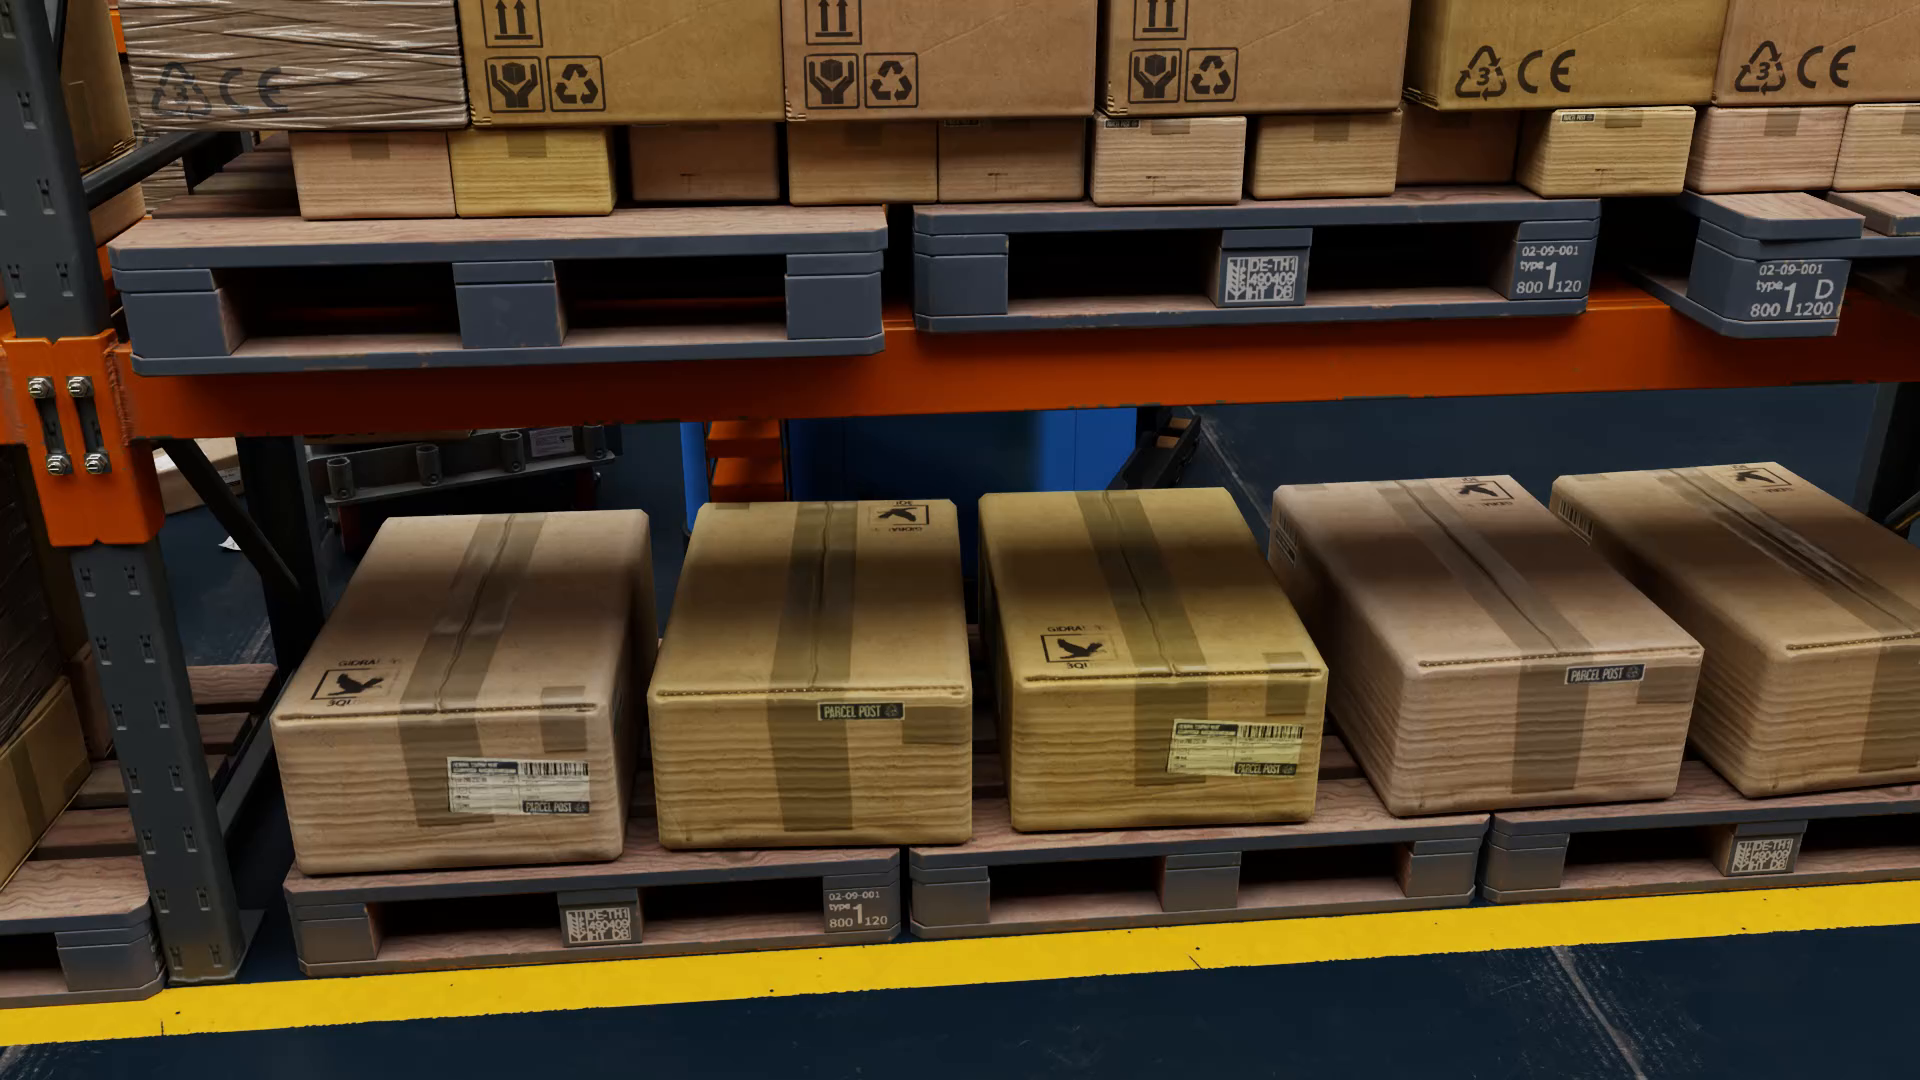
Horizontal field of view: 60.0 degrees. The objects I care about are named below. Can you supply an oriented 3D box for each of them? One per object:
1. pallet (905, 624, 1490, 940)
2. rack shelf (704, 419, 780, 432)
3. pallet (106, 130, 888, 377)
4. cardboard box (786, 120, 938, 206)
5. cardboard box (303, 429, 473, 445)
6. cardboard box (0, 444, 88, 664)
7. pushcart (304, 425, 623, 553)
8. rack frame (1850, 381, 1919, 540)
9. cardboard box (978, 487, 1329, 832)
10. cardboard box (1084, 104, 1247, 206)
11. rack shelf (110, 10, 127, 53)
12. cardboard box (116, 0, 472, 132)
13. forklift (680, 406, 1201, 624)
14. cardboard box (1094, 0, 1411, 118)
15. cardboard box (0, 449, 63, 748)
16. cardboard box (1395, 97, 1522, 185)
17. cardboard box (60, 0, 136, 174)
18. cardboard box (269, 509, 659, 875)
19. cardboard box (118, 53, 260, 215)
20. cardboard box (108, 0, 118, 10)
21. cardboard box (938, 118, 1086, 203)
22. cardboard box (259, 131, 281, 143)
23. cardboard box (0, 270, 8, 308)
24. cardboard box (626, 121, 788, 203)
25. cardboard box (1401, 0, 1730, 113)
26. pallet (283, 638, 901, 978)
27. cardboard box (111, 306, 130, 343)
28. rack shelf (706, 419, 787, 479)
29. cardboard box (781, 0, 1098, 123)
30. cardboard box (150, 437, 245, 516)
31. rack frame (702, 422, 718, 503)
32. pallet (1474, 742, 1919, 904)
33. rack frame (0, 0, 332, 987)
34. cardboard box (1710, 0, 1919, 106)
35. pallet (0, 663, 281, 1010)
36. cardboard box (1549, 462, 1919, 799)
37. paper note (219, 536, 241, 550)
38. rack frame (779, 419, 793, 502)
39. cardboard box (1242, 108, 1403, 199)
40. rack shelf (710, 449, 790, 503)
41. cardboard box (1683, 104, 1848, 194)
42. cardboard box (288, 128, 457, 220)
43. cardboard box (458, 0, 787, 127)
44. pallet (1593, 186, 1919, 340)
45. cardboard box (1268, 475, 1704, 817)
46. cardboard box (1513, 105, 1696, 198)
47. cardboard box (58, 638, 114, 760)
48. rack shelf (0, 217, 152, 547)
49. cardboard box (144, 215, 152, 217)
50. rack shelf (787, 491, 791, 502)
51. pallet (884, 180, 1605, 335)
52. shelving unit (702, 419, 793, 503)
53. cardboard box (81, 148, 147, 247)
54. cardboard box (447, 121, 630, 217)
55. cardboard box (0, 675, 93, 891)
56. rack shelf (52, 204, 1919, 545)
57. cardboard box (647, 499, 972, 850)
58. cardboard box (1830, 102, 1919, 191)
[{"bbox_3d":[0.450,0.497,3.872,1.213,0.211,1.003,-2,24,-5],"label":"pallet"},{"bbox_3d":[-0.529,-0.359,4.082,0.180,0.103,0.258,-2,24,-2],"label":"rack shelf"},{"bbox_3d":[-0.767,-0.580,3.097,1.213,0.211,1.003,-2,24,-5],"label":"pallet"},{"bbox_3d":[-0.177,-0.709,2.944,0.250,0.149,0.380,-2,24,-4],"label":"cardboard box"},{"bbox_3d":[-1.747,-0.618,5.091,0.500,0.500,0.500,-2,24,-5],"label":"cardboard box"},{"bbox_3d":[-2.155,-0.059,3.635,0.500,0.500,0.500,-1,24,-3],"label":"cardboard box"},{"bbox_3d":[-1.816,-0.417,5.723,0.936,0.377,1.648,-11,26,-23],"label":"pushcart"},{"bbox_3d":[2.439,-0.855,3.481,0.127,3.000,1.000,-2,24,-5],"label":"rack frame"},{"bbox_3d":[0.387,0.233,3.751,0.625,0.372,0.950,-2,24,-3],"label":"cardboard box"},{"bbox_3d":[0.339,-0.708,2.941,0.250,0.149,0.380,-1,24,-3],"label":"cardboard box"},{"bbox_3d":[-4.119,-2.284,7.580,4.000,0.370,1.077,-2,24,-5],"label":"rack shelf"},{"bbox_3d":[-1.047,-0.972,2.737,0.500,0.500,0.500,-2,24,-4],"label":"cardboard box"},{"bbox_3d":[0.209,-1.578,5.191,1.130,2.935,3.031,8,25,18],"label":"forklift"},{"bbox_3d":[0.455,-1.031,2.870,0.500,0.500,0.500,-3,24,-7],"label":"cardboard box"},{"bbox_3d":[-2.104,0.159,3.145,0.500,0.500,0.500,-3,24,-6],"label":"cardboard box"},{"bbox_3d":[0.844,-0.773,3.089,0.250,0.149,0.380,-2,24,-5],"label":"cardboard box"},{"bbox_3d":[-2.007,-0.972,3.255,0.500,0.500,0.500,-2,24,-5],"label":"cardboard box"},{"bbox_3d":[-1.020,0.291,3.619,0.625,0.372,0.950,-2,24,-4],"label":"cardboard box"},{"bbox_3d":[-3.658,-1.879,7.883,0.875,0.875,0.875,-2,24,-5],"label":"cardboard box"},{"bbox_3d":[-3.589,-2.736,7.528,0.550,0.550,0.875,-2,24,-5],"label":"cardboard box"},{"bbox_3d":[0.070,-0.718,2.965,0.250,0.149,0.380,-2,24,-5],"label":"cardboard box"},{"bbox_3d":[-2.762,-1.916,7.967,0.875,0.875,0.875,-2,24,-4],"label":"cardboard box"},{"bbox_3d":[-1.832,-0.445,2.867,0.250,0.149,0.380,-3,24,-6],"label":"cardboard box"},{"bbox_3d":[-0.437,-0.716,2.959,0.250,0.149,0.380,-1,24,-2],"label":"cardboard box"},{"bbox_3d":[0.998,-1.052,2.918,0.500,0.500,0.500,-4,24,-9],"label":"cardboard box"},{"bbox_3d":[-0.767,0.547,3.759,1.213,0.211,1.003,-2,24,-5],"label":"pallet"},{"bbox_3d":[-3.093,-0.591,5.793,0.503,0.637,0.797,-2,24,-5],"label":"cardboard box"},{"bbox_3d":[-0.527,-0.250,4.132,0.180,0.103,0.258,-2,24,-2],"label":"rack shelf"},{"bbox_3d":[-0.055,-1.006,2.814,0.500,0.500,0.500,-2,24,-5],"label":"cardboard box"},{"bbox_3d":[-2.563,-0.281,5.555,0.258,0.266,0.396,22,32,40],"label":"cardboard box"},{"bbox_3d":[-0.617,-0.178,4.160,0.006,1.200,0.240,-2,24,-2],"label":"rack frame"},{"bbox_3d":[1.661,0.450,3.978,1.213,0.211,1.003,-2,24,-5],"label":"pallet"},{"bbox_3d":[-1.542,-0.695,3.122,0.127,3.000,1.000,-2,24,-5],"label":"rack frame"},{"bbox_3d":[1.500,-1.073,2.965,0.500,0.500,0.500,-3,24,-6],"label":"cardboard box"},{"bbox_3d":[-2.207,0.620,3.595,1.213,0.211,1.003,-2,24,-5],"label":"pallet"},{"bbox_3d":[1.876,0.172,3.888,0.625,0.372,0.950,-4,24,-9],"label":"cardboard box"},{"bbox_3d":[-2.237,-0.007,5.228,0.142,0.019,0.148,-2,24,-5],"label":"paper note"},{"bbox_3d":[-0.434,-0.184,4.166,0.006,1.200,0.240,-2,24,-2],"label":"rack frame"},{"bbox_3d":[0.602,-0.730,2.992,0.250,0.149,0.380,-3,24,-7],"label":"cardboard box"},{"bbox_3d":[-0.525,-0.141,4.181,0.180,0.103,0.258,-2,24,-2],"label":"rack shelf"},{"bbox_3d":[1.379,-0.749,3.035,0.250,0.149,0.380,-3,24,-8],"label":"cardboard box"},{"bbox_3d":[-0.961,-0.667,2.850,0.250,0.149,0.380,-2,24,-4],"label":"cardboard box"},{"bbox_3d":[-0.549,-0.992,2.782,0.500,0.500,0.500,-2,24,-5],"label":"cardboard box"},{"bbox_3d":[1.740,-0.696,3.359,1.003,0.211,1.213,-2,24,-5],"label":"pallet"},{"bbox_3d":[1.142,0.205,3.814,0.625,0.372,0.950,-3,24,-6],"label":"cardboard box"},{"bbox_3d":[1.106,-0.732,2.997,0.250,0.149,0.380,-2,24,-4],"label":"cardboard box"},{"bbox_3d":[-2.155,0.284,3.787,0.500,0.250,0.500,-3,24,-8],"label":"cardboard box"},{"bbox_3d":[-3.532,-0.287,3.088,4.000,0.370,1.077,-2,24,-5],"label":"rack shelf"},{"bbox_3d":[-3.573,-1.074,7.048,0.500,0.500,0.500,2,24,4],"label":"cardboard box"},{"bbox_3d":[-0.522,-0.031,4.231,0.180,0.103,0.258,-2,24,-2],"label":"rack shelf"},{"bbox_3d":[0.473,-0.672,3.305,1.213,0.211,1.003,-2,24,-5],"label":"pallet"},{"bbox_3d":[-0.525,-0.181,4.163,0.189,1.200,0.258,-2,24,-2],"label":"shelving unit"},{"bbox_3d":[-1.887,-0.698,3.436,0.250,0.149,0.380,-2,24,-5],"label":"cardboard box"},{"bbox_3d":[-0.711,-0.673,2.864,0.250,0.149,0.380,-2,24,-4],"label":"cardboard box"},{"bbox_3d":[-2.104,0.501,3.297,0.500,0.250,0.500,-1,24,-3],"label":"cardboard box"},{"bbox_3d":[0.449,-0.447,3.447,4.000,0.370,1.077,-2,24,-5],"label":"rack shelf"},{"bbox_3d":[-0.305,0.261,3.687,0.625,0.372,0.950,-1,24,-2],"label":"cardboard box"},{"bbox_3d":[1.630,-0.756,3.050,0.250,0.149,0.380,-2,24,-6],"label":"cardboard box"}]
